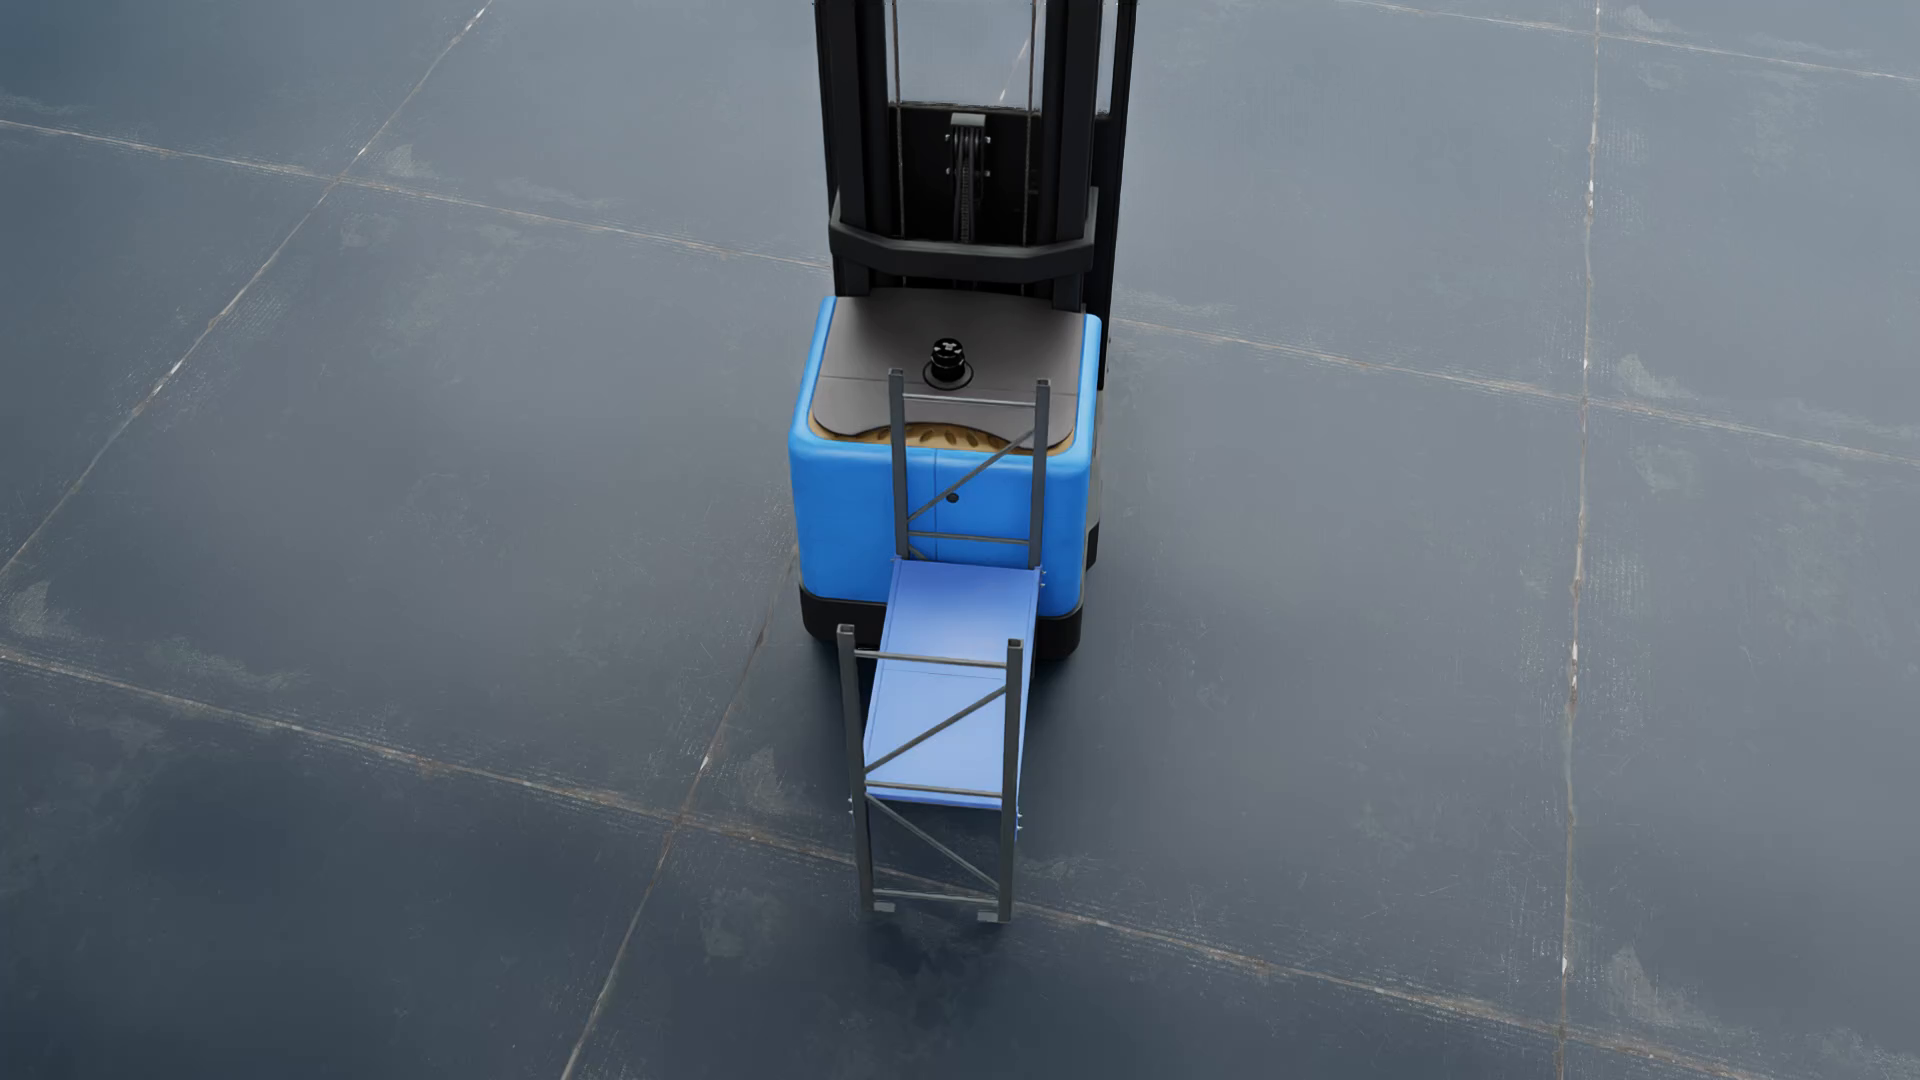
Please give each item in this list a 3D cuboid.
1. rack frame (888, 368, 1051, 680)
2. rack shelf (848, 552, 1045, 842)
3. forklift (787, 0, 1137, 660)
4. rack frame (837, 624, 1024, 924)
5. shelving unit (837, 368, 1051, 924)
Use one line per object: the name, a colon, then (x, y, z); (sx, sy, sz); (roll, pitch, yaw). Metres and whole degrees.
rack frame: (0.029, -0.005, 5.673); (0.500, 1.500, 0.032); (5, 49, 4)
rack shelf: (-0.026, 0.493, 5.474); (0.538, 0.185, 1.000); (5, 49, 4)
forklift: (-7.717, 2.709, 2.323); (15.389, 2.935, 16.233); (5, 49, 4)
rack frame: (-0.080, 0.753, 5.004); (0.500, 1.500, 0.032); (5, 49, 4)
shelving unit: (-0.026, 0.374, 5.339); (0.538, 1.500, 1.048); (5, 49, 4)
